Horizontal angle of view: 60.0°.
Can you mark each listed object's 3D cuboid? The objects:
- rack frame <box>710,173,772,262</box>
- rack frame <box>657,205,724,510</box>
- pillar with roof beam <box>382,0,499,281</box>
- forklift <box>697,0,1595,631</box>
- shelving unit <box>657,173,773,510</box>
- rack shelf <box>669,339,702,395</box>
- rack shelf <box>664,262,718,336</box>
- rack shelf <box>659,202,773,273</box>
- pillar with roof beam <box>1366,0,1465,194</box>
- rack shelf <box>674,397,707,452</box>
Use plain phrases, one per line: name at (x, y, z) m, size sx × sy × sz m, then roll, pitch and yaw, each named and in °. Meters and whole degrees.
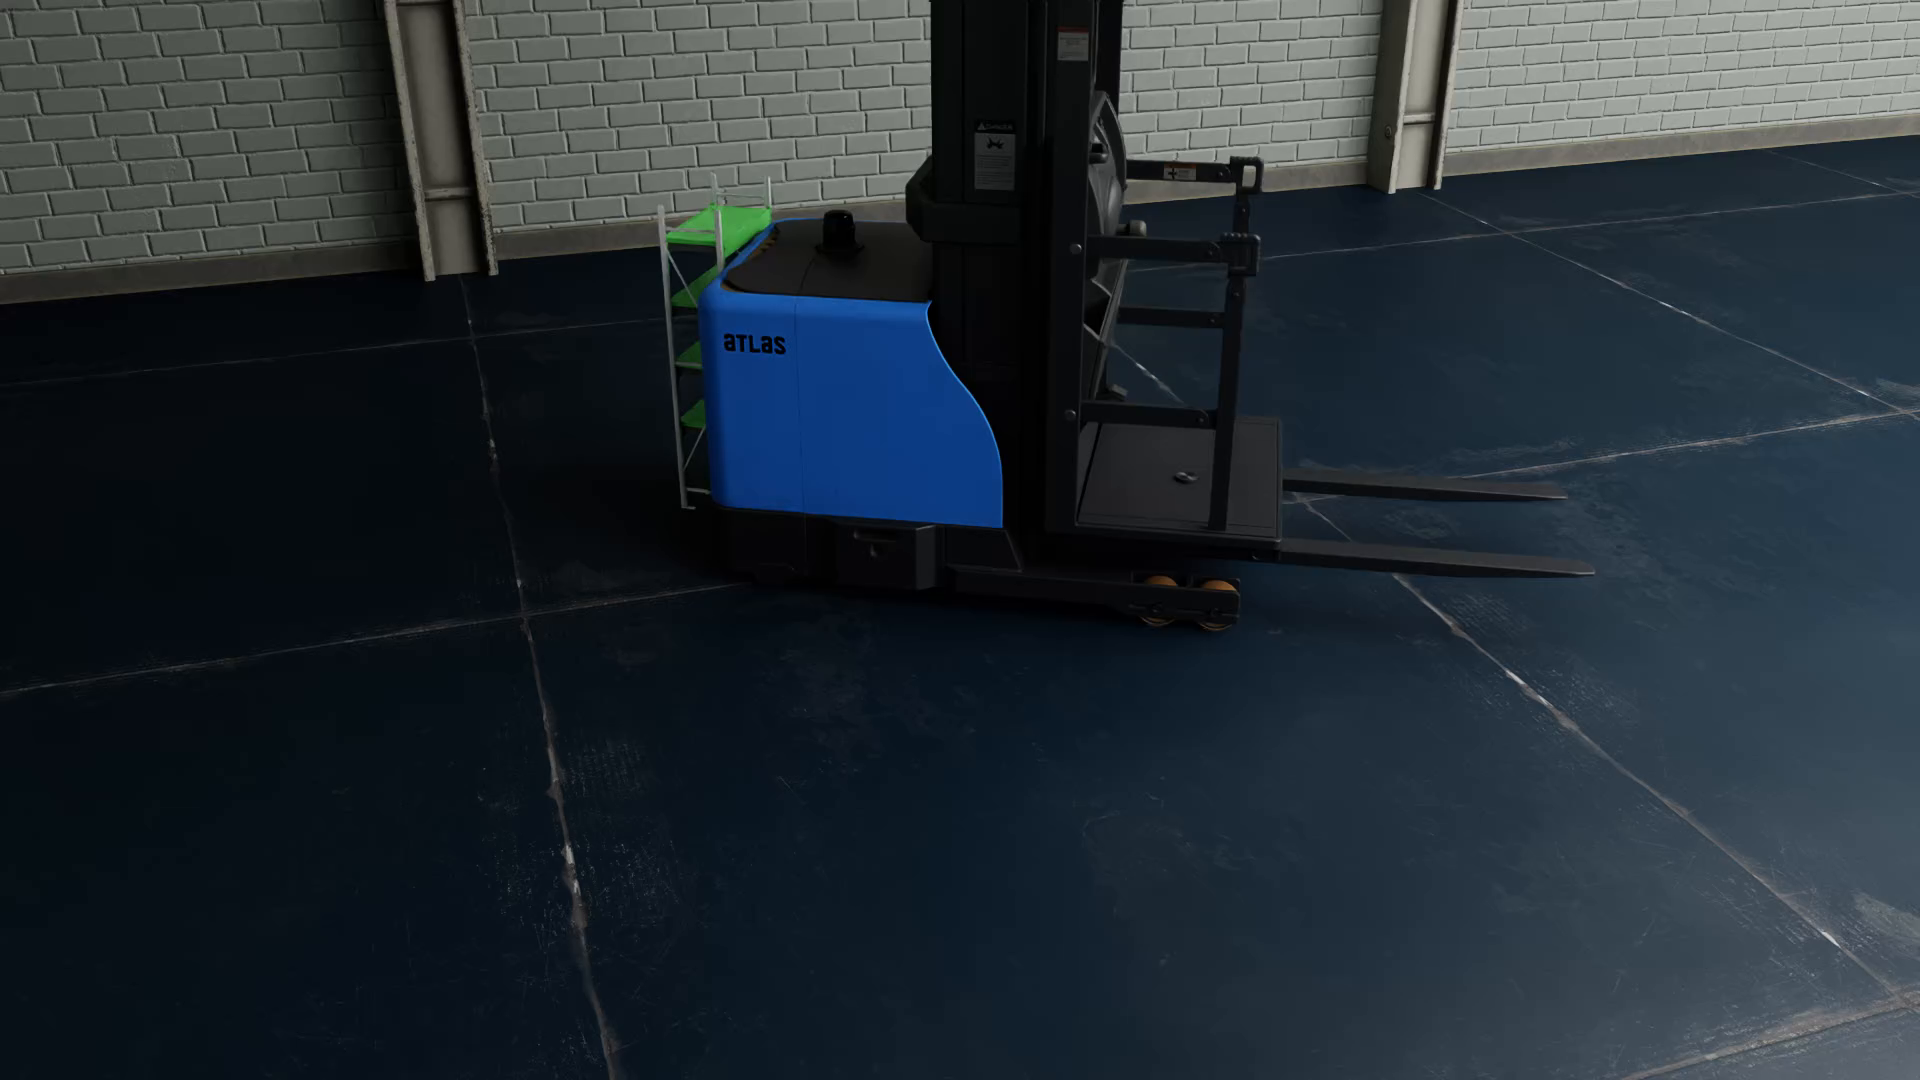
rack frame at (-0.842, -0.859, 6.631) m, size 0.240 × 1.200 × 0.015 m, roll 7°, pitch 27°, yaw 14°
rack frame at (-0.970, -0.650, 6.209) m, size 0.240 × 1.200 × 0.015 m, roll 7°, pitch 27°, yaw 14°
pillar with roof beam at (-1.459, -3.720, 3.622) m, size 0.400 × 9.000 × 9.100 m, roll -8°, pitch 28°, yaw -16°
forklift at (0.676, -1.262, 5.496) m, size 3.031 × 2.935 × 1.130 m, roll 4°, pitch 27°, yaw 9°
shelving unit at (-0.906, -0.754, 6.420) m, size 0.258 × 1.200 × 0.503 m, roll 7°, pitch 27°, yaw 14°
rack shelf at (-0.906, -0.697, 6.449) m, size 0.258 × 0.148 × 0.480 m, roll 7°, pitch 27°, yaw 14°
rack shelf at (-0.906, -0.912, 6.342) m, size 0.258 × 0.148 × 0.480 m, roll 7°, pitch 27°, yaw 14°
rack shelf at (-0.906, -1.127, 6.235) m, size 0.258 × 0.148 × 0.480 m, roll 7°, pitch 27°, yaw 14°
pillar with roof beam at (4.246, -4.546, 5.287) m, size 0.400 × 9.000 × 9.100 m, roll -8°, pitch 28°, yaw -16°
rack shelf at (-0.906, -0.482, 6.555) m, size 0.258 × 0.148 × 0.480 m, roll 7°, pitch 27°, yaw 14°
